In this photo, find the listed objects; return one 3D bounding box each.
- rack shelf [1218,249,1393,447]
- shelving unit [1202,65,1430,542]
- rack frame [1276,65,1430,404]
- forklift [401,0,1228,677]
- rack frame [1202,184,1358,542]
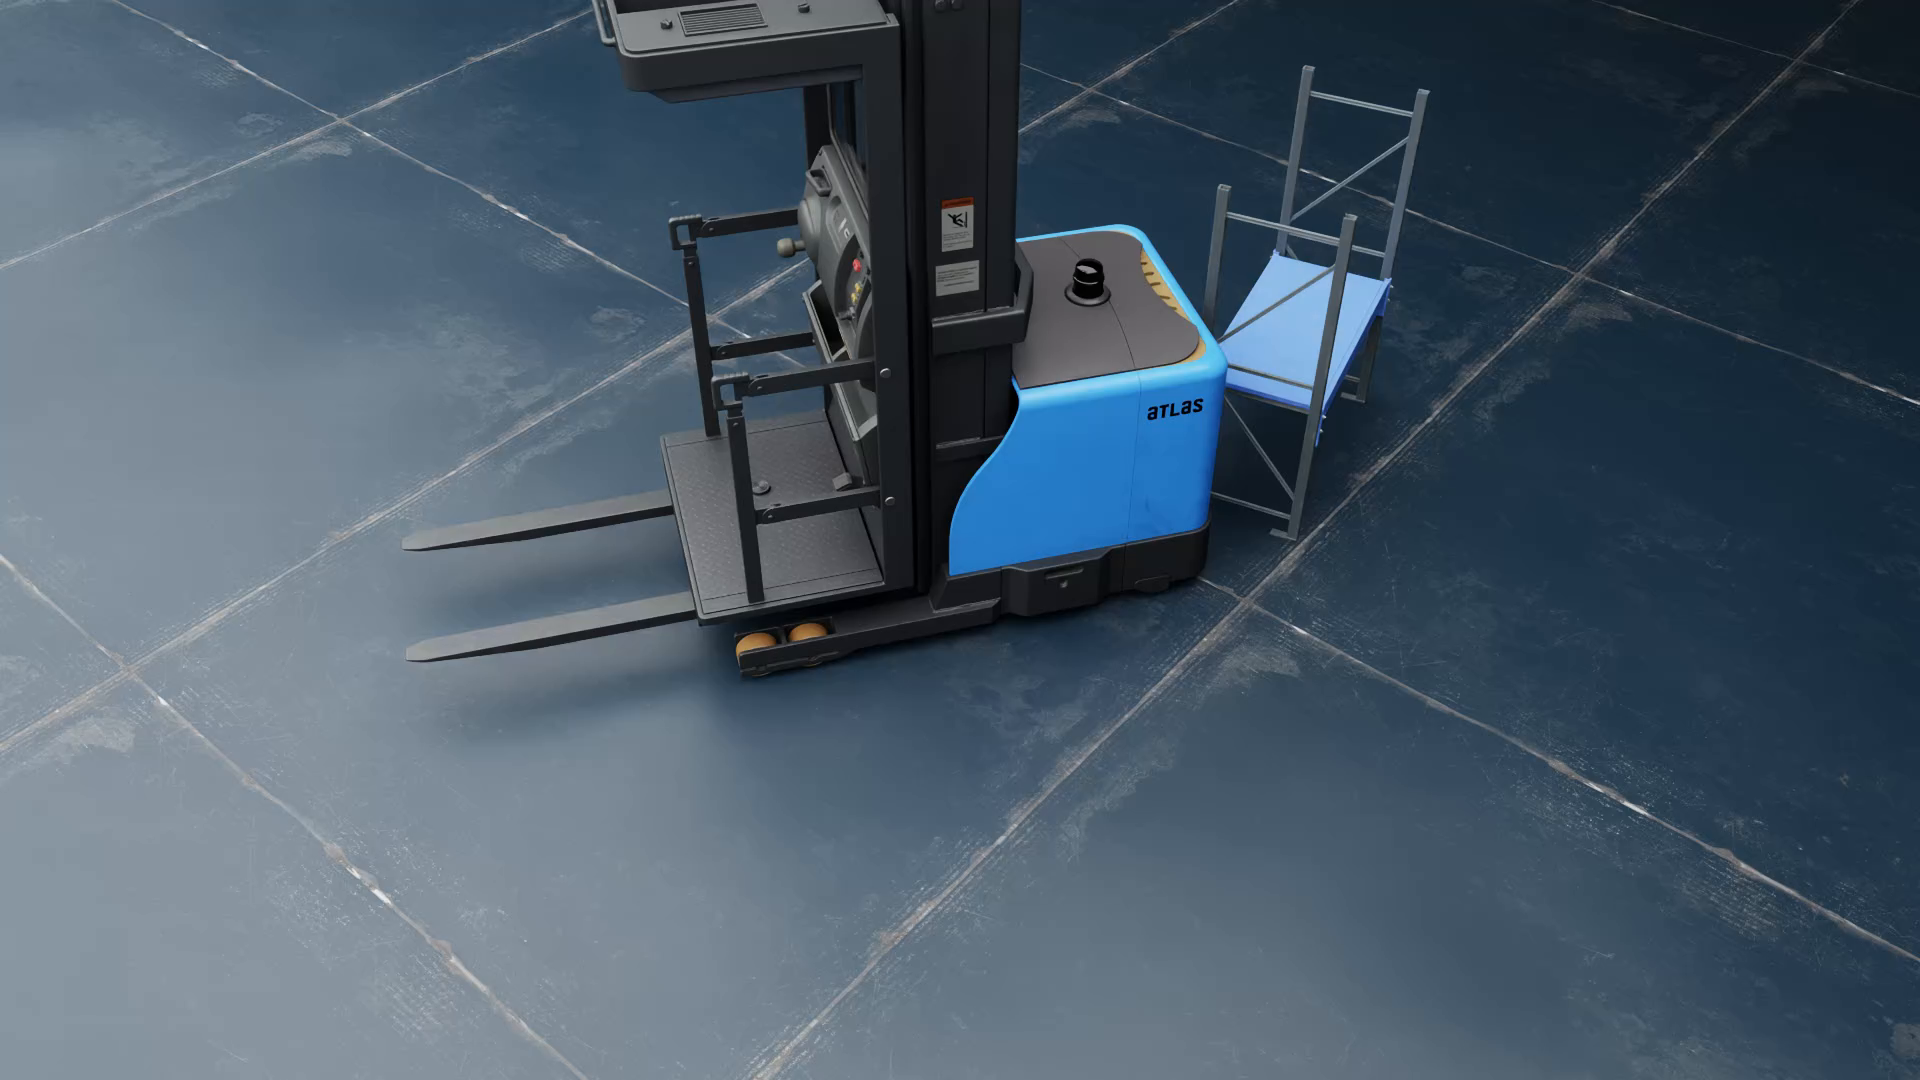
[{"bbox_3d":[1.365,-0.804,6.786,0.538,0.185,1.000,18,45,19],"label":"rack shelf"},{"bbox_3d":[1.365,-0.937,6.665,0.538,1.500,1.048,18,45,19],"label":"shelving unit"},{"bbox_3d":[1.586,-1.245,7.004,0.500,1.500,0.032,18,45,19],"label":"rack frame"},{"bbox_3d":[-0.608,-0.973,5.641,3.031,2.935,1.130,-10,43,-11],"label":"forklift"},{"bbox_3d":[1.144,-0.629,6.327,0.500,1.500,0.032,18,45,19],"label":"rack frame"}]
